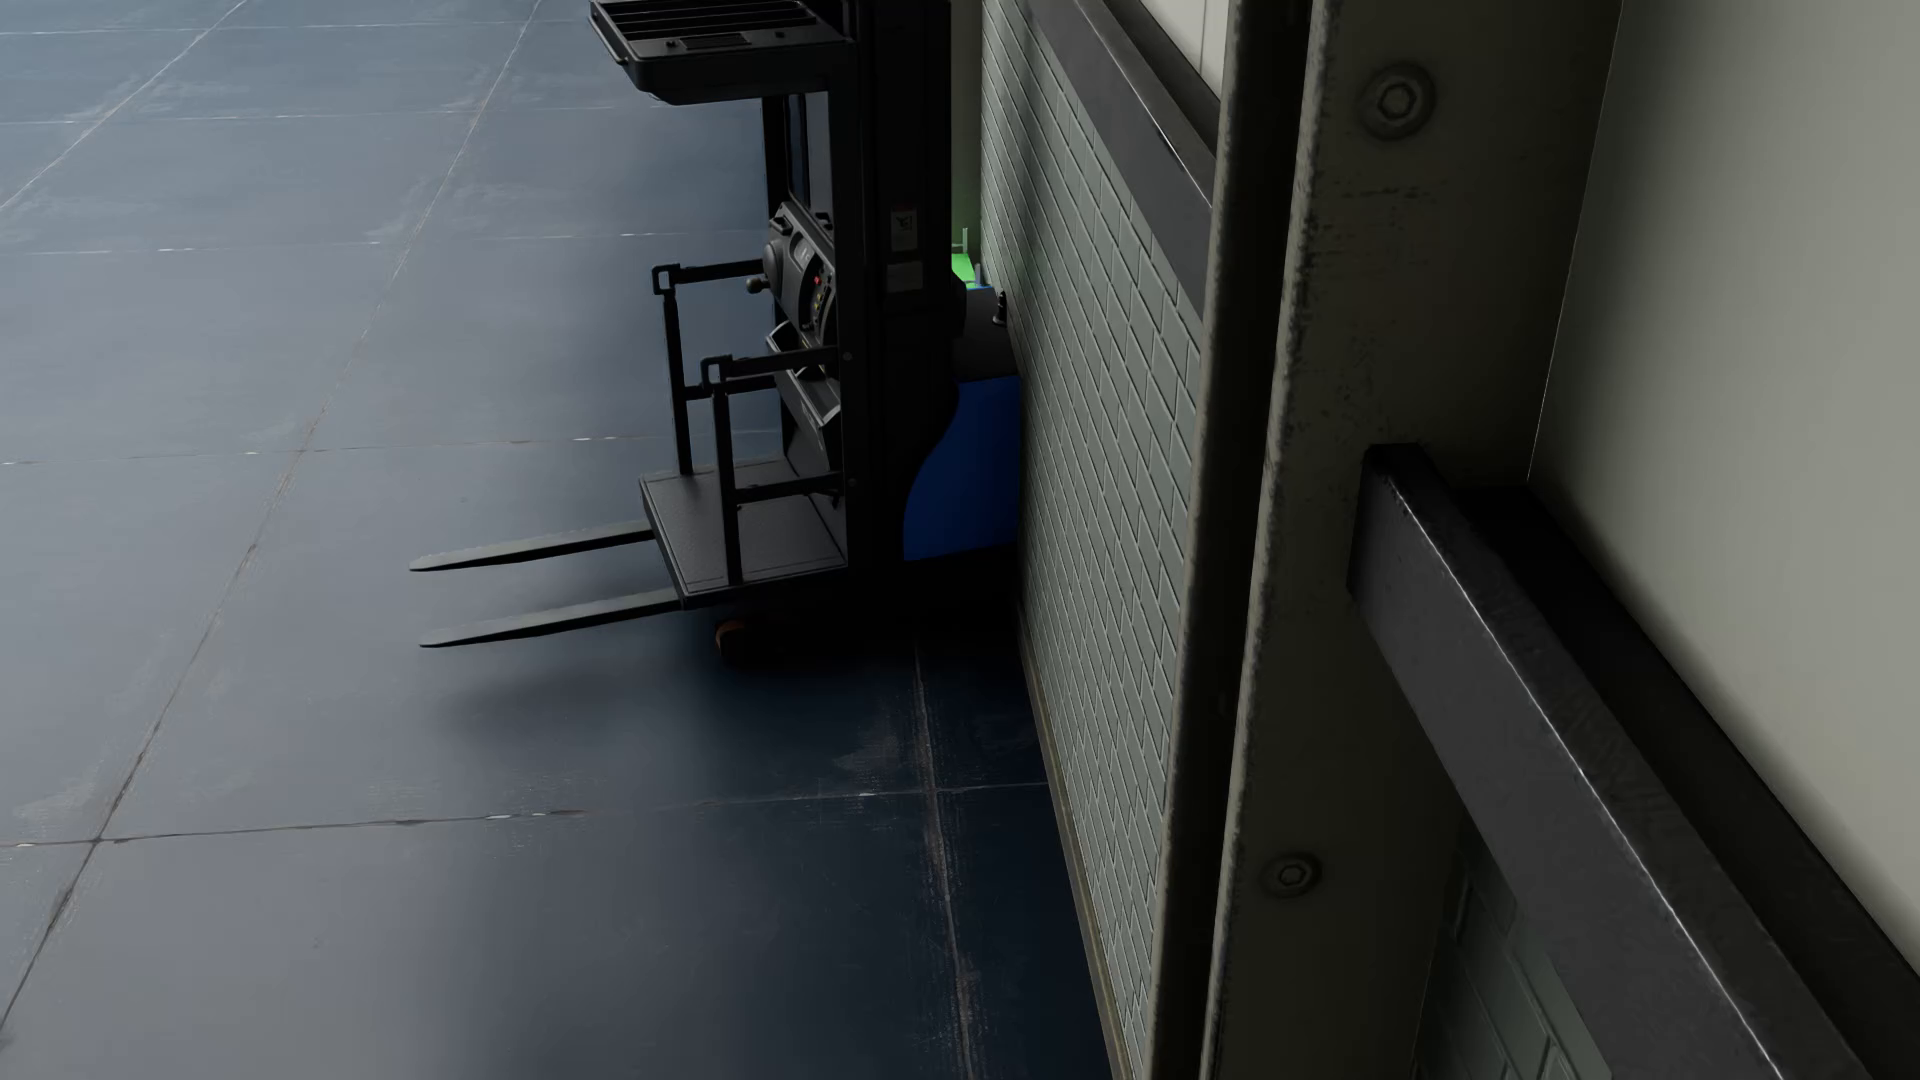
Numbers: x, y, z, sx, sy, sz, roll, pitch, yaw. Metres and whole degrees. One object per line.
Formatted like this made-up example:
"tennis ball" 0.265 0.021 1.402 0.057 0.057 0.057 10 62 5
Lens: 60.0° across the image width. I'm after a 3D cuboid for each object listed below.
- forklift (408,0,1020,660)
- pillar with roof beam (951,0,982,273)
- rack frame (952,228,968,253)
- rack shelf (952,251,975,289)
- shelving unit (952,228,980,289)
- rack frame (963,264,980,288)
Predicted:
"forklift" -0.832 -1.066 6.677 3.031 2.935 1.130 -10 32 -17
"pillar with roof beam" -4.351 -4.272 6.127 9.100 9.000 0.400 -3 31 -5
"rack frame" -0.082 -0.977 8.306 0.240 1.200 0.015 -3 30 -6
"rack shelf" -0.055 -1.216 7.888 0.258 0.148 0.480 -3 30 -6
"shelving unit" -0.054 -0.856 8.096 0.258 1.200 0.503 -3 30 -6
"rack frame" -0.026 -0.734 7.886 0.240 1.200 0.015 -3 30 -6
